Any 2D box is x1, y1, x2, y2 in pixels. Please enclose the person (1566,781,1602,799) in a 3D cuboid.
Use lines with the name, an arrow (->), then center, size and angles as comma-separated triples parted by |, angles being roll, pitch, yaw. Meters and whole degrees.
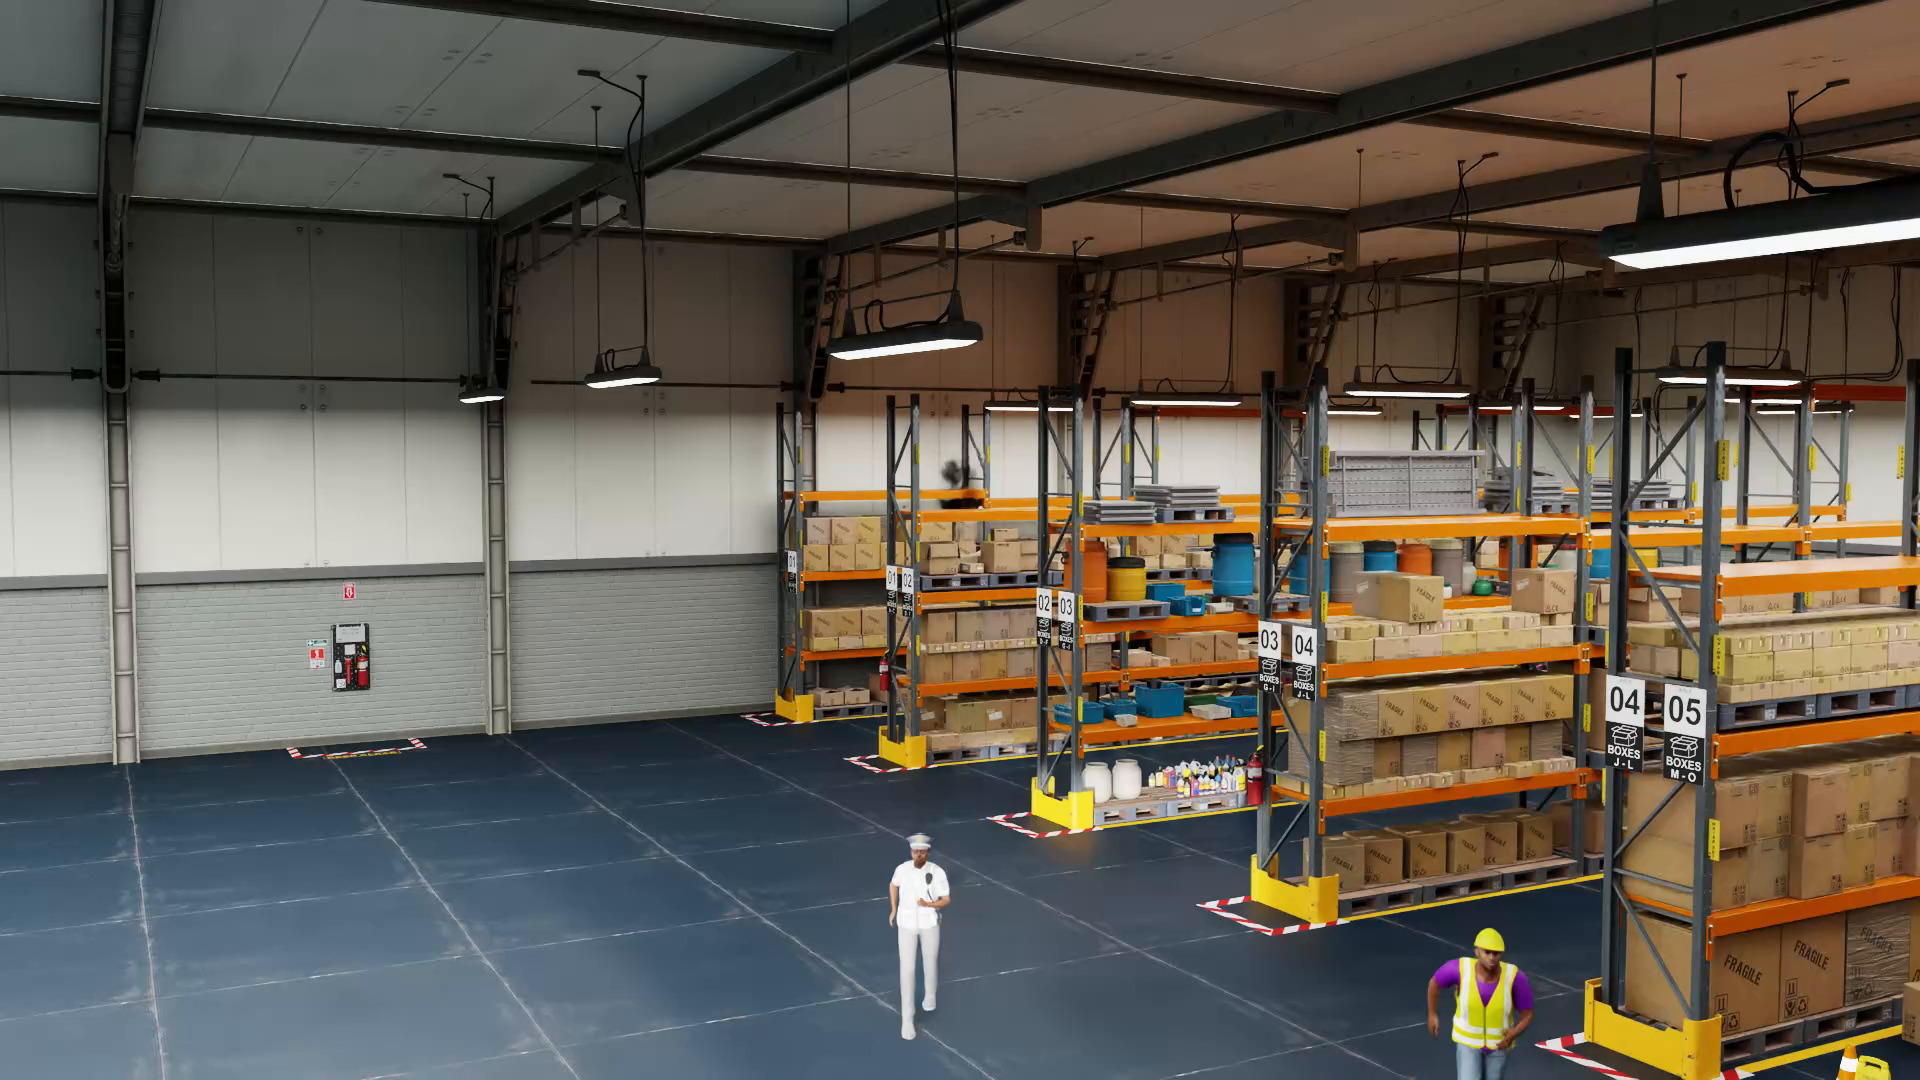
person -> 8.570, 3.007, 22.823 | 0.854, 1.707, 0.614 | -2, 4, -31

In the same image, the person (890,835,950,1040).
person -> -0.362, 3.462, 14.824 | 0.561, 1.723, 0.878 | 0, 3, 3

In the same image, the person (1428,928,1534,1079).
person -> 3.748, 3.618, 11.957 | 0.710, 1.702, 0.665 | 1, 3, 10
